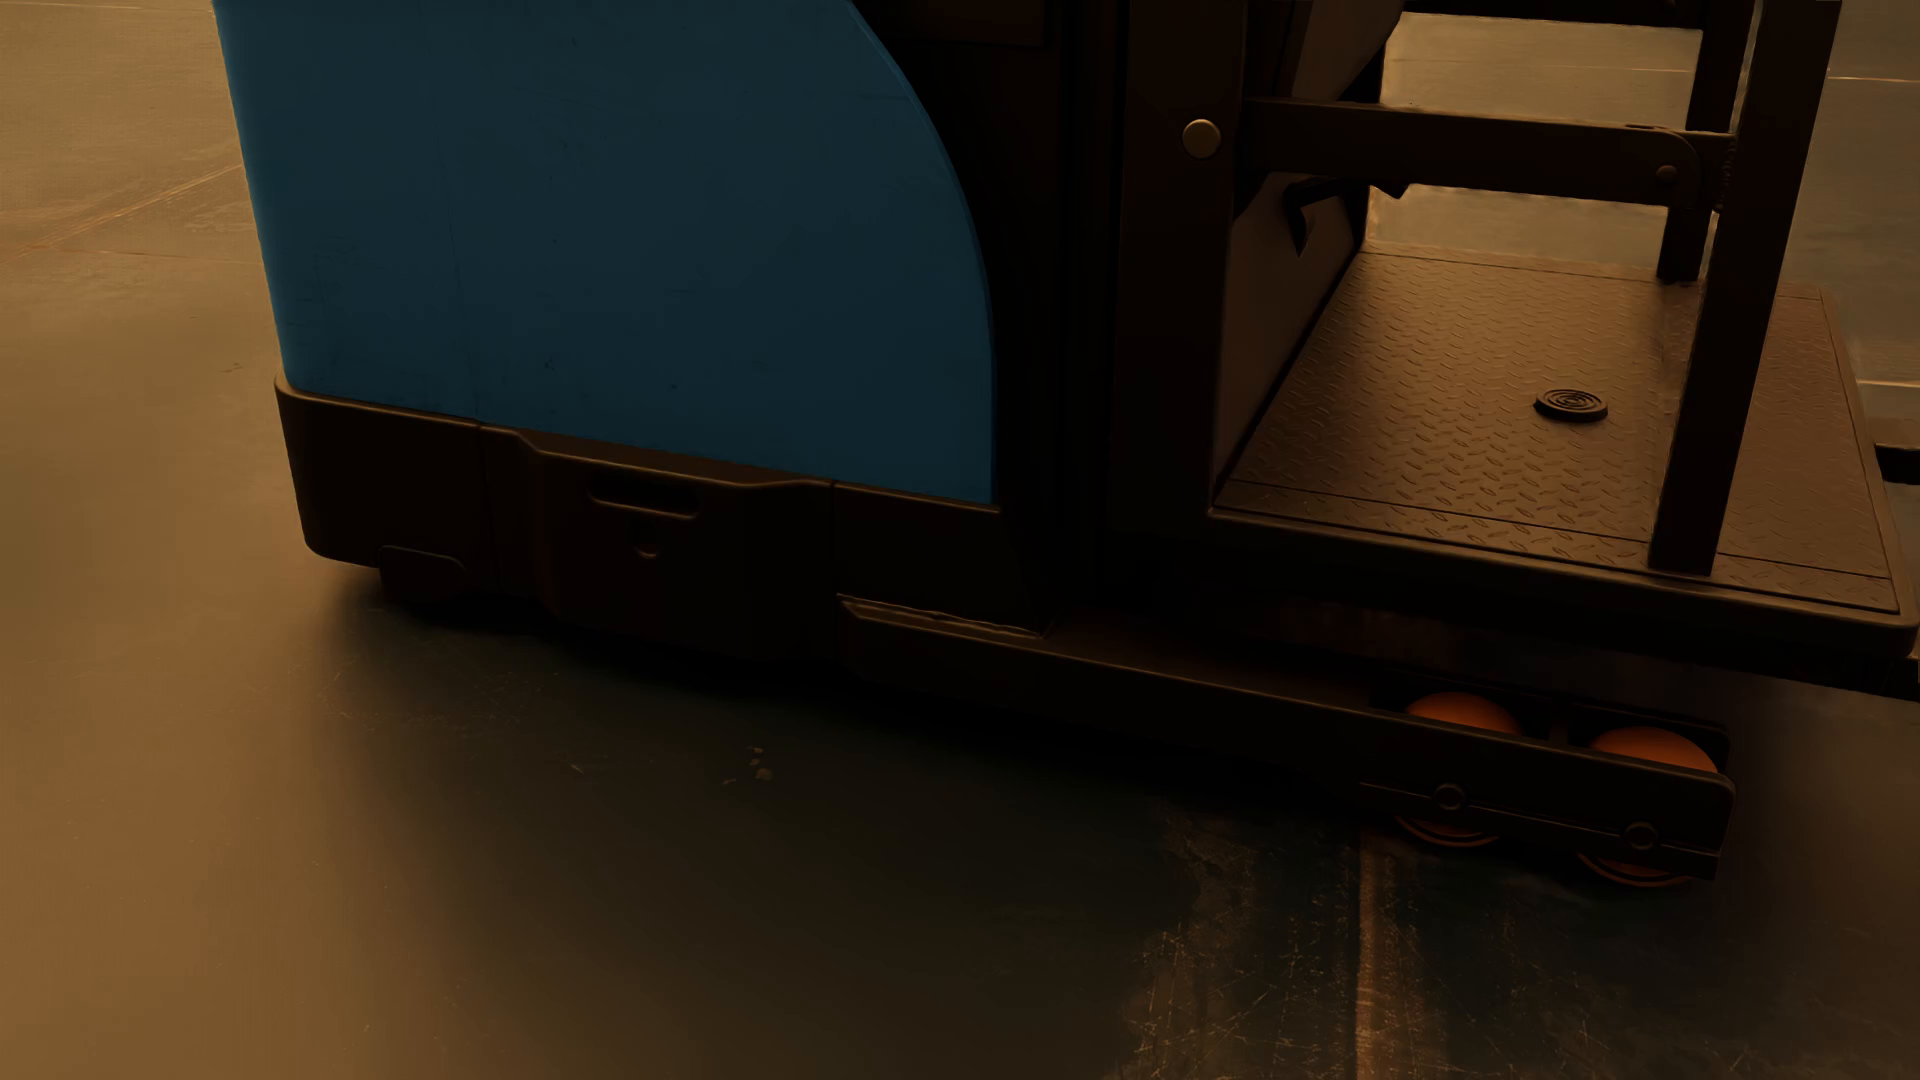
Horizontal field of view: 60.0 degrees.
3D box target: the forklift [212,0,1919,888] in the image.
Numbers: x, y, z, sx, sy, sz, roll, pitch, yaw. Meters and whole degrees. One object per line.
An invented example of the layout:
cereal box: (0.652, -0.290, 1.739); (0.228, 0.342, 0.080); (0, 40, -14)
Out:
forklift: (0.641, -1.211, 1.647); (3.031, 2.935, 1.130); (10, 28, 19)
